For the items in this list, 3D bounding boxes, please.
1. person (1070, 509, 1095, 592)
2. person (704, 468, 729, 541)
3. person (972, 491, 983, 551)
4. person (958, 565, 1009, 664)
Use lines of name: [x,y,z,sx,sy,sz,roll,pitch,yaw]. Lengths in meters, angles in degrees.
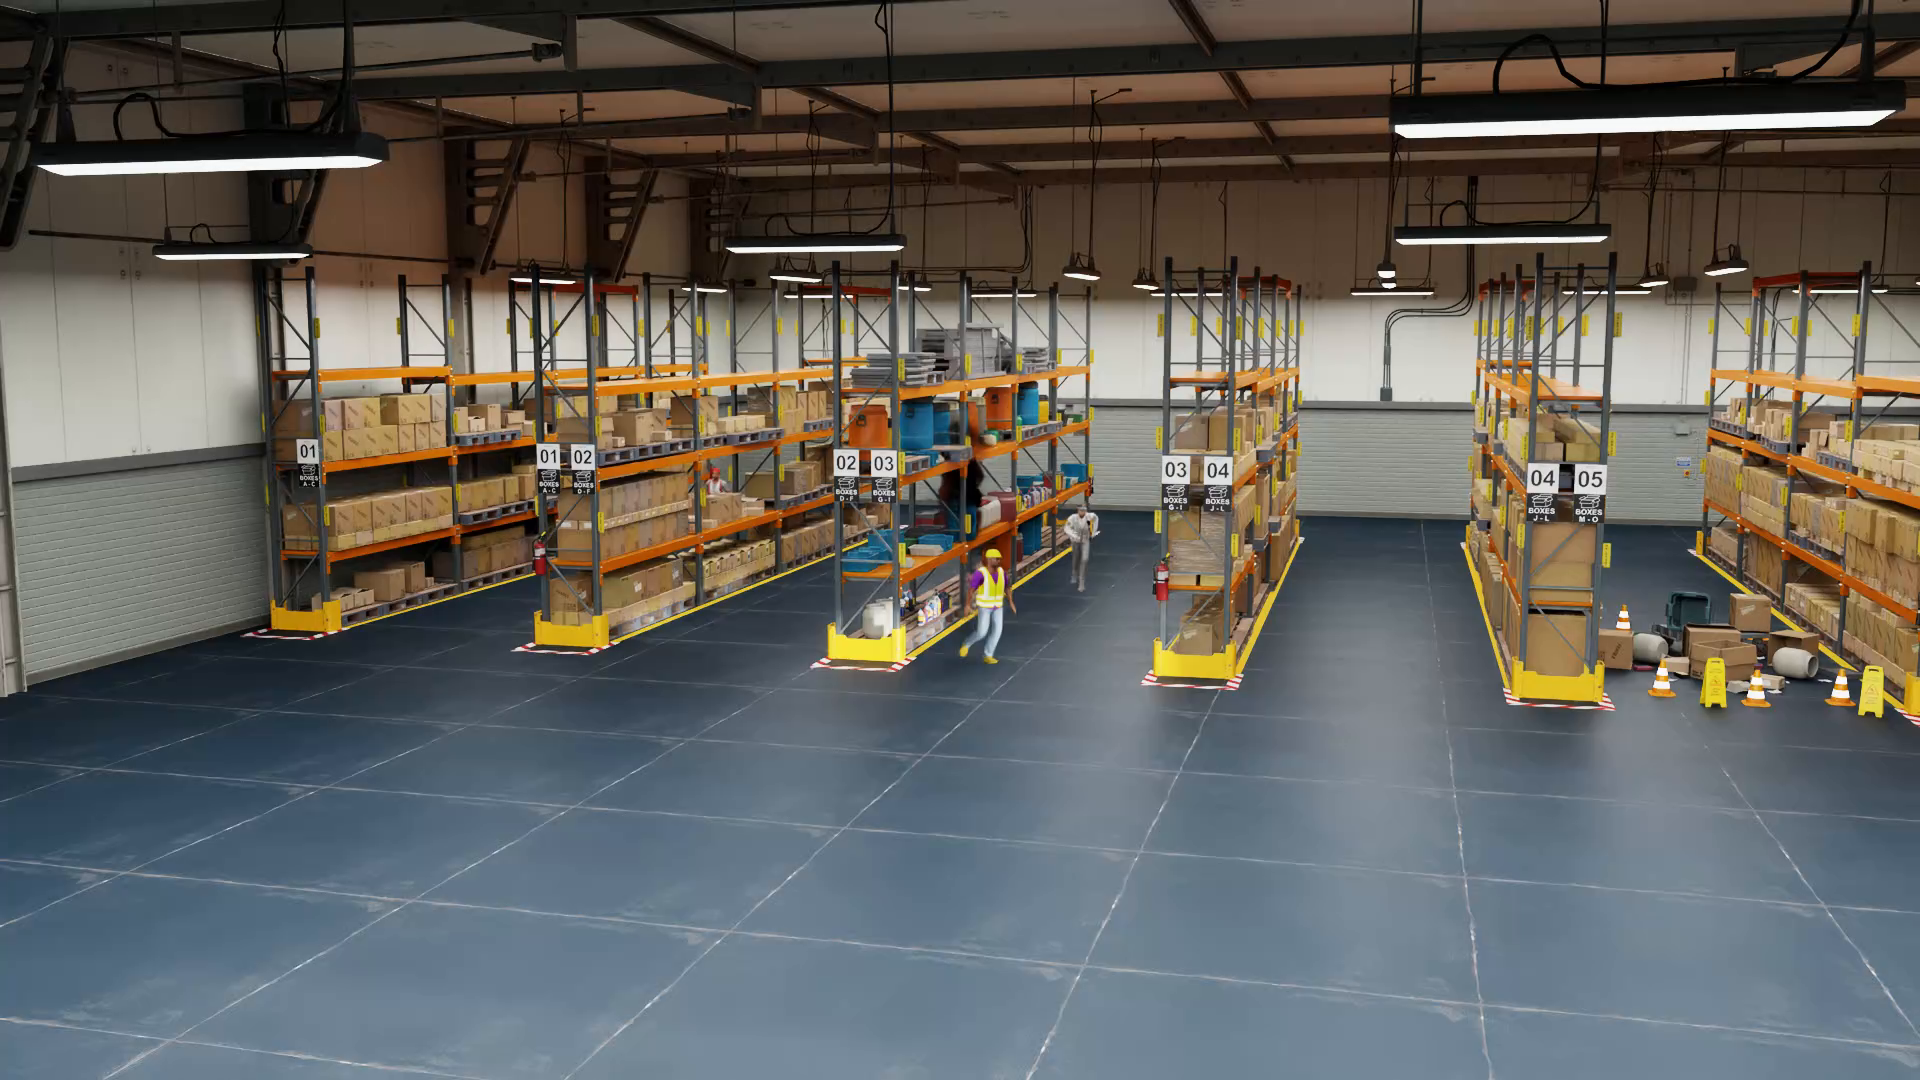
person: [2.266,0.095,30.826,0.486,1.626,0.917,-1,7,-6]
person: [-5.760,-0.824,39.104,0.647,1.744,0.592,1,7,7]
person: [0.513,-0.472,37.725,0.959,1.411,0.709,-7,10,-44]
person: [0.367,1.099,24.982,0.706,1.493,0.599,-4,9,-32]
